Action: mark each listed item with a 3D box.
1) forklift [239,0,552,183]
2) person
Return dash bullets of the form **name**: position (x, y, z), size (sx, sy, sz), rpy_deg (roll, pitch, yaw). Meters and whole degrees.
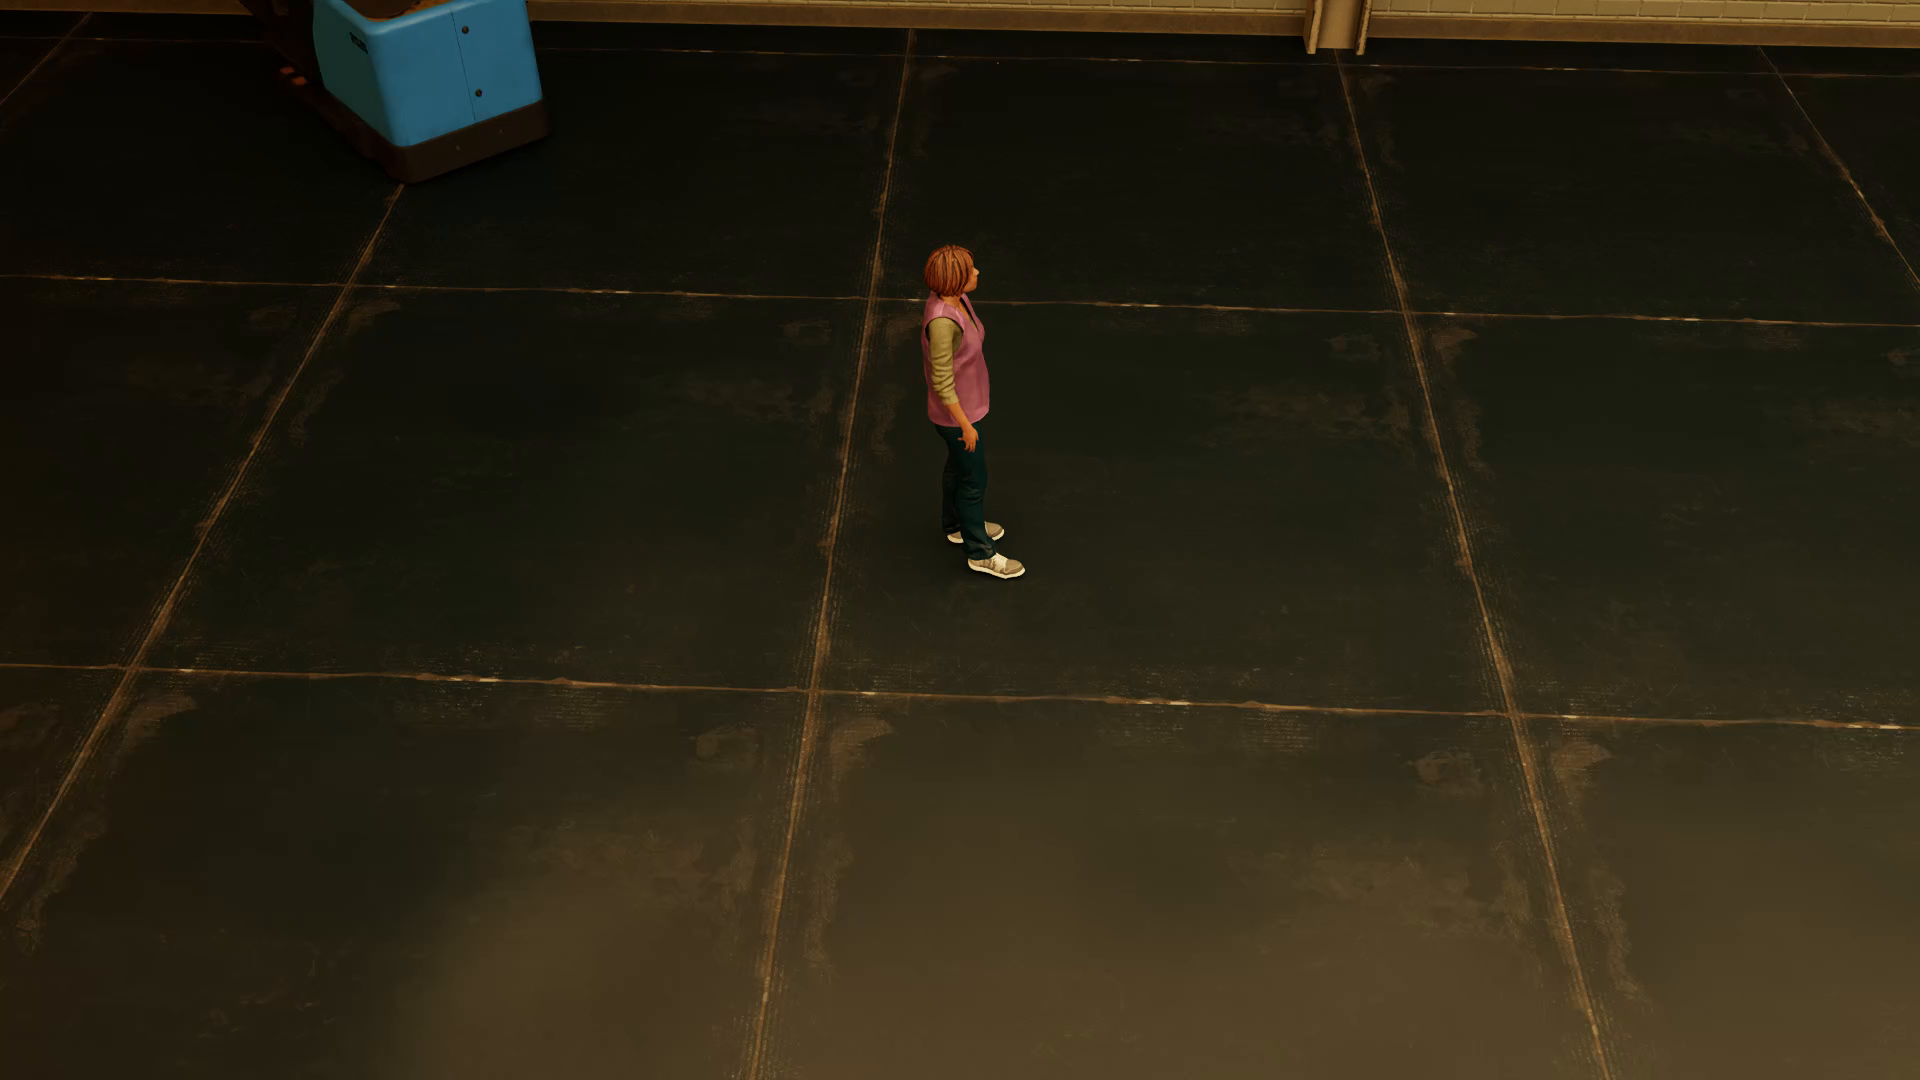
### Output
- **forklift**: position (-3.958, -4.200, 10.343), size (1.130, 2.935, 3.031), rpy_deg (-30, 50, -28)
- **person**: position (0.074, -0.583, 7.360), size (0.473, 1.599, 0.520), rpy_deg (2, 42, 2)
